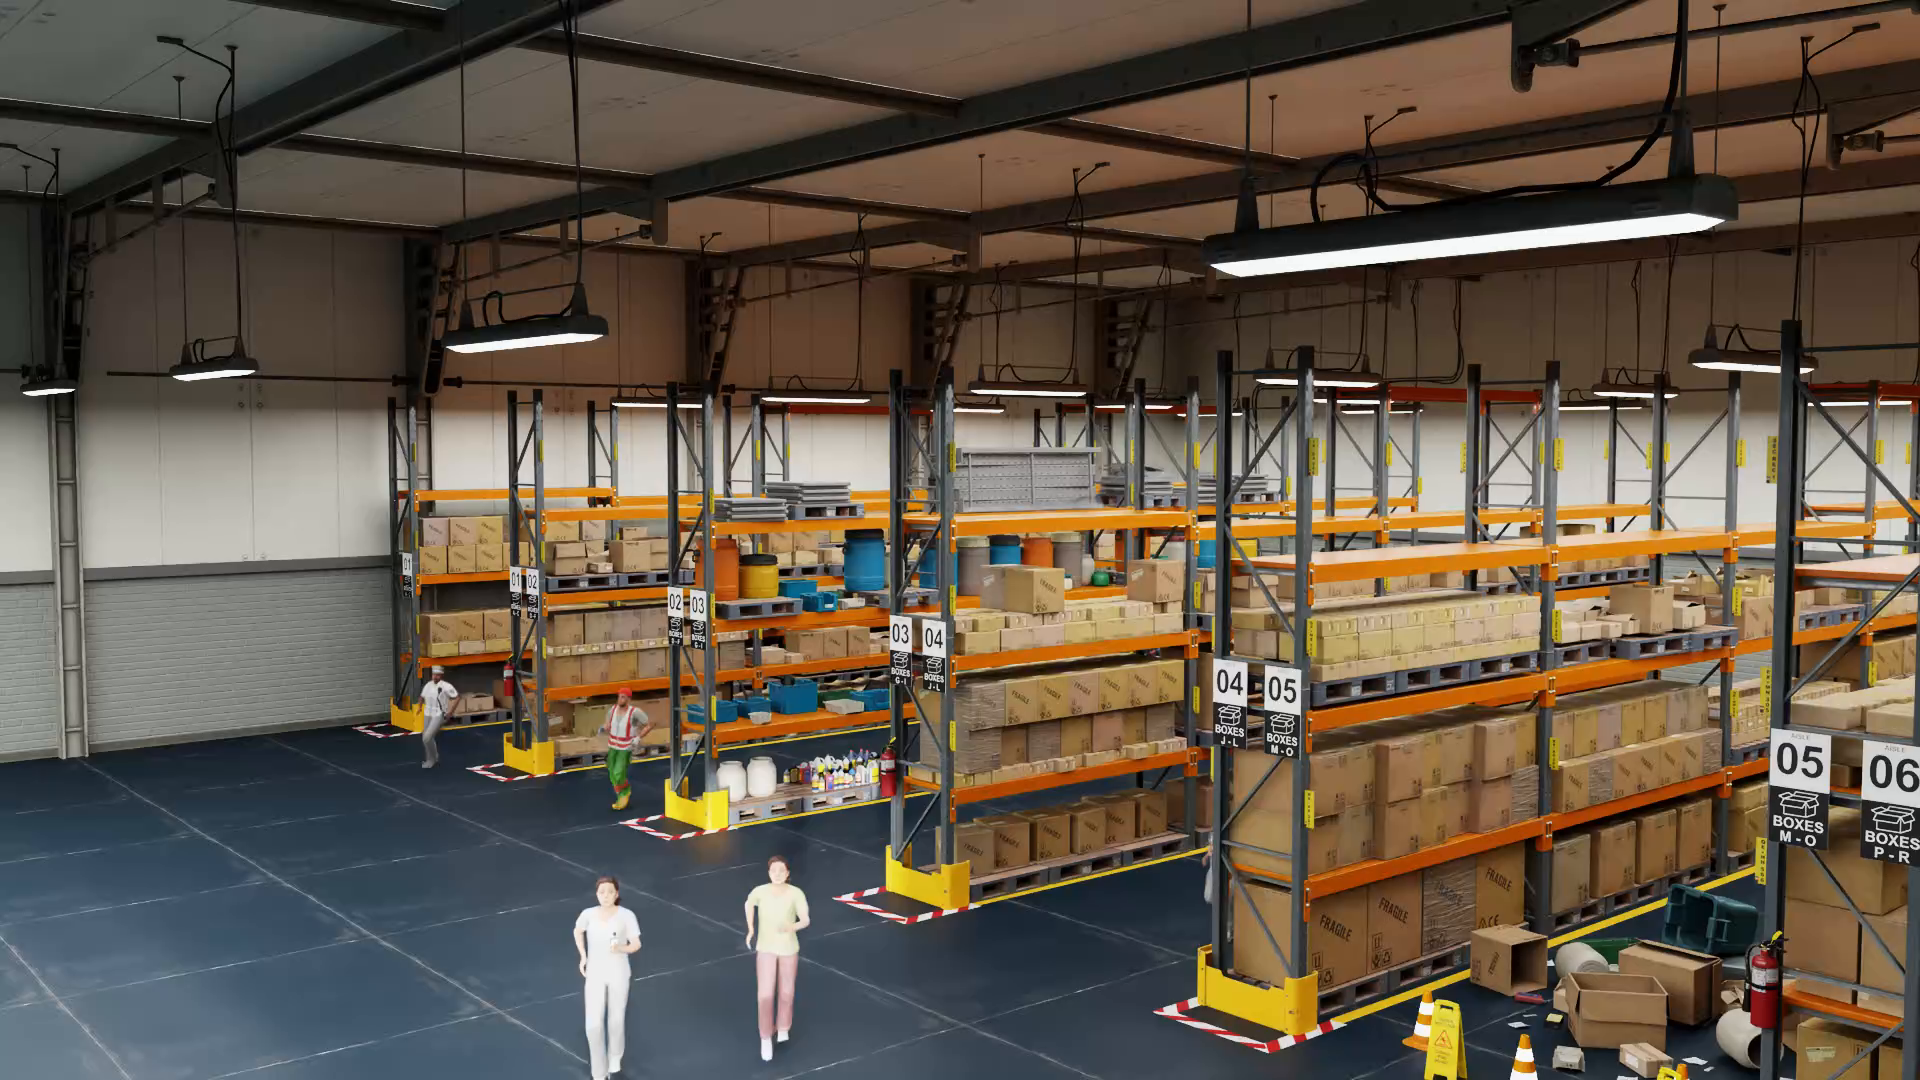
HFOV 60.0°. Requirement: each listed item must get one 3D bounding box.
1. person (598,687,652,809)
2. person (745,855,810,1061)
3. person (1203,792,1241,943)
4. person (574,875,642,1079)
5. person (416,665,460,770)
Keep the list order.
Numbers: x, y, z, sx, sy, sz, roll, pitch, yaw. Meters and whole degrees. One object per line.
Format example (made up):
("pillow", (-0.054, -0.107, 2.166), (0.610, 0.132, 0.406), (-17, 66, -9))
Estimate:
("person", (-4.739, 2.927, 23.274), (0.664, 1.743, 0.628), (2, 4, 25))
("person", (-1.544, 3.517, 14.065), (0.548, 1.676, 0.698), (0, 3, -6))
("person", (2.737, 3.388, 17.205), (0.541, 1.562, 0.544), (3, 4, 40))
("person", (-2.827, 3.547, 13.338), (0.546, 1.723, 0.712), (-1, 3, -9))
("person", (-8.317, 2.806, 26.363), (0.652, 1.668, 0.627), (1, 4, 20))
